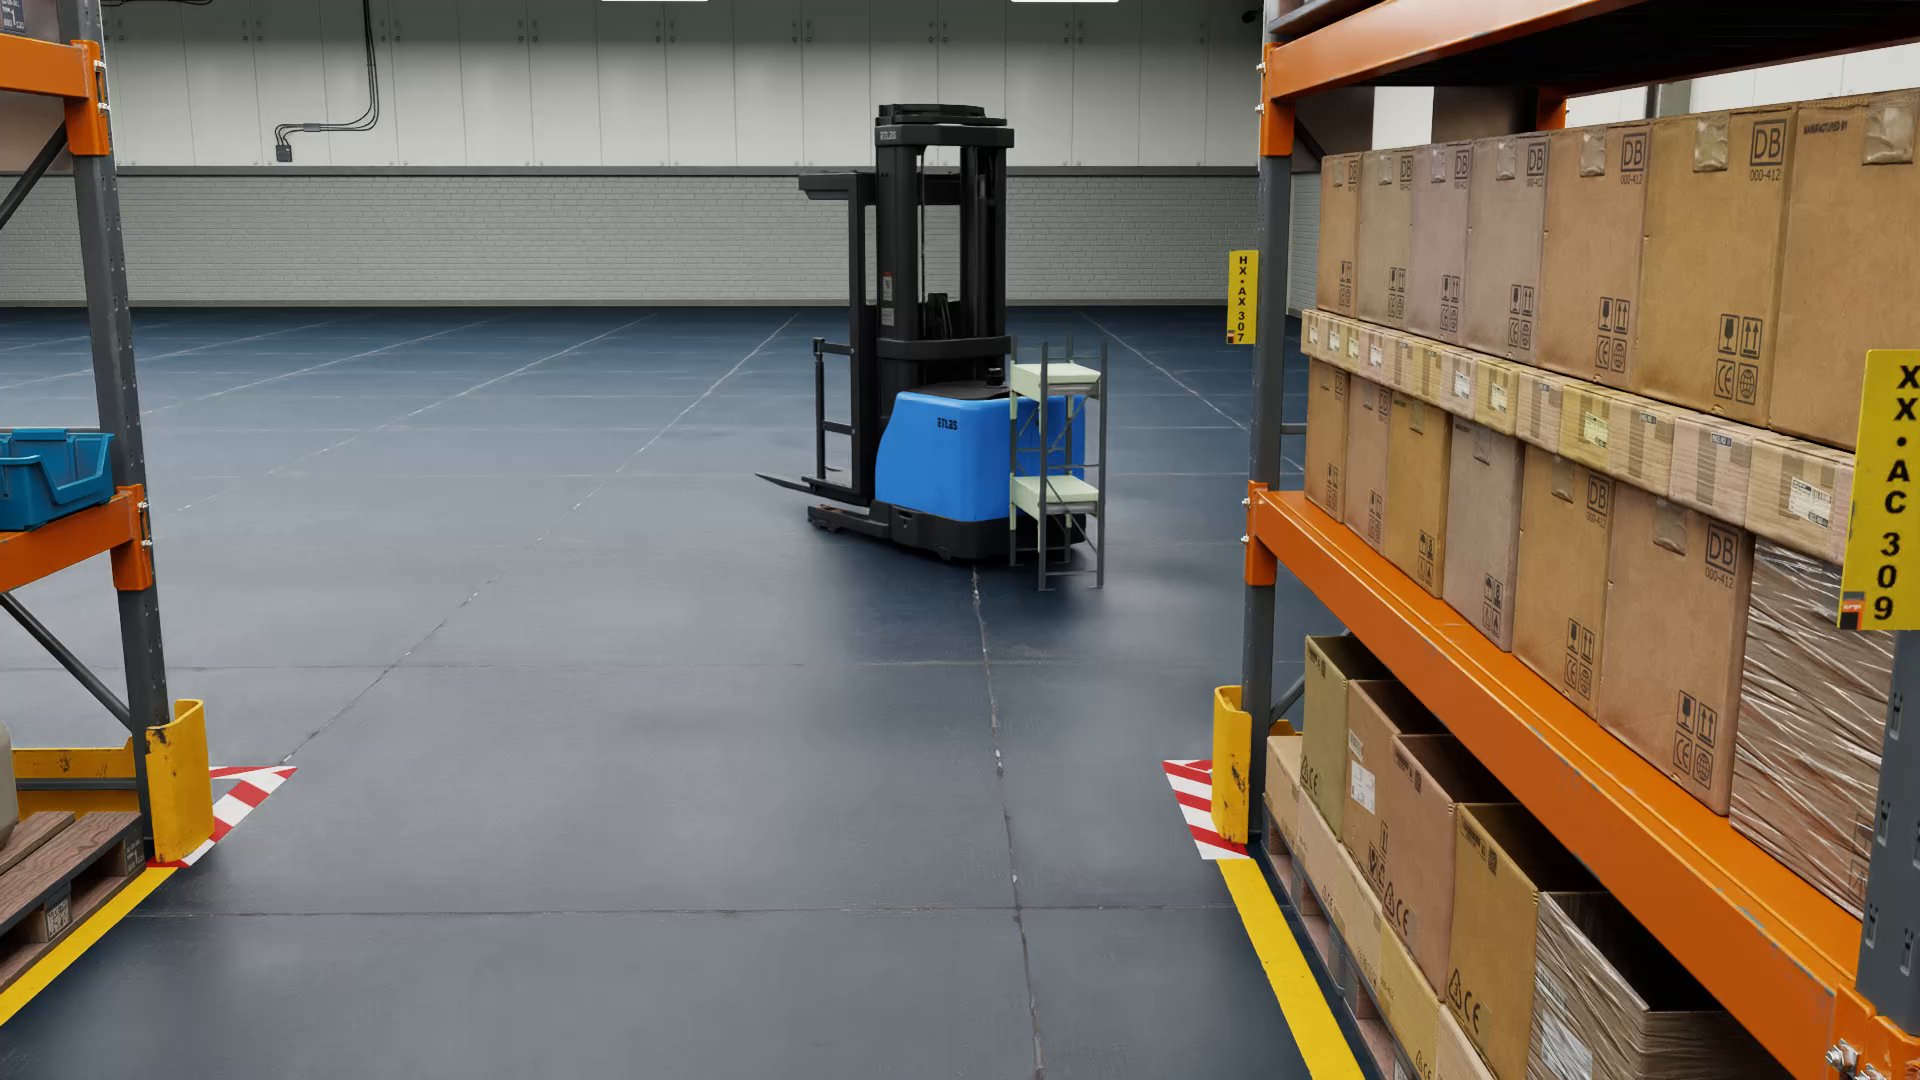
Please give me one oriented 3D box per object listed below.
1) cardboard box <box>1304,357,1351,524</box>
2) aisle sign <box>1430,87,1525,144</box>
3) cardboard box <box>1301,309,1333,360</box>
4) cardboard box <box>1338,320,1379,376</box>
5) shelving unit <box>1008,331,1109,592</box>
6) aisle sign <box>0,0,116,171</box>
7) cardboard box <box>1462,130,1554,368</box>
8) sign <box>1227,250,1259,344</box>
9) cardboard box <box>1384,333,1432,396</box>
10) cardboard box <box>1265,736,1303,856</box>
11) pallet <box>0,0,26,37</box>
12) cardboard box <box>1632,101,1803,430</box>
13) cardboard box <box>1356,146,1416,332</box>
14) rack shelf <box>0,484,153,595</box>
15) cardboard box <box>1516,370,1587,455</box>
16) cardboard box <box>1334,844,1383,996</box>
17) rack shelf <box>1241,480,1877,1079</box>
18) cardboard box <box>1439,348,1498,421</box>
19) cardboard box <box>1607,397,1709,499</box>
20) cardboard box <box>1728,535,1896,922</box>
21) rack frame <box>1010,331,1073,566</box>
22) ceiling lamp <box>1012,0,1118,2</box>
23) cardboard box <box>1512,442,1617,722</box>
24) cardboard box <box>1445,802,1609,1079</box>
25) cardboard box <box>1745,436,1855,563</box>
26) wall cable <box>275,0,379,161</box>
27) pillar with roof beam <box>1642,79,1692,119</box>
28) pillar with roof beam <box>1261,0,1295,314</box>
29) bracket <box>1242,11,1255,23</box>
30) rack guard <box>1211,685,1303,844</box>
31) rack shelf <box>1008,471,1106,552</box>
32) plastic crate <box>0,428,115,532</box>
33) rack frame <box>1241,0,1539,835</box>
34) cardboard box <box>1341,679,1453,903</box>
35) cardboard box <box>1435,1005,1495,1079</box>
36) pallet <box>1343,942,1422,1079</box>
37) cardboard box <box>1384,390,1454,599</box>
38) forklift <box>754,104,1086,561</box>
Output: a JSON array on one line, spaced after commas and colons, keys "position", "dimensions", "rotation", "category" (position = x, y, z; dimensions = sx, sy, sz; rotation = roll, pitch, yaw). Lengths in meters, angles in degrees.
[{"position": [1.544, -0.346, 5.468], "dimensions": [0.700, 0.500, 0.500], "rotation": [0, 11, -1], "category": "cardboard box"}, {"position": [1.839, -1.678, 5.748], "dimensions": [0.394, 0.787, 0.004], "rotation": [0, 11, -1], "category": "aisle sign"}, {"position": [1.340, -0.678, 5.473], "dimensions": [0.380, 0.149, 0.250], "rotation": [0, 11, -2], "category": "cardboard box"}, {"position": [1.352, -0.576, 4.970], "dimensions": [0.380, 0.149, 0.250], "rotation": [0, 11, -1], "category": "cardboard box"}, {"position": [0.597, -0.506, 10.280], "dimensions": [0.431, 1.500, 0.755], "rotation": [-2, 12, -12], "category": "shelving unit"}, {"position": [-3.110, -1.660, 5.657], "dimensions": [0.394, 0.787, 0.004], "rotation": [0, 11, -1], "category": "aisle sign"}, {"position": [1.583, -0.667, 3.788], "dimensions": [0.700, 0.500, 0.500], "rotation": [0, 11, -1], "category": "cardboard box"}, {"position": [0.992, -0.852, 5.837], "dimensions": [0.100, 0.325, 0.005], "rotation": [0, 11, -1], "category": "sign"}, {"position": [1.363, -0.473, 4.461], "dimensions": [0.380, 0.149, 0.250], "rotation": [-1, 11, -3], "category": "cardboard box"}, {"position": [1.336, 0.859, 5.638], "dimensions": [0.500, 0.250, 0.500], "rotation": [0, 11, -1], "category": "cardboard box"}, {"position": [-3.486, -1.583, 4.747], "dimensions": [1.003, 0.211, 1.213], "rotation": [0, 11, -1], "category": "pallet"}, {"position": [1.602, -0.468, 2.808], "dimensions": [0.700, 0.500, 0.500], "rotation": [0, 11, -1], "category": "cardboard box"}, {"position": [1.561, -0.867, 4.772], "dimensions": [0.700, 0.500, 0.500], "rotation": [-1, 11, -3], "category": "cardboard box"}, {"position": [-3.364, 0.380, 3.951], "dimensions": [1.077, 0.370, 4.000], "rotation": [0, 11, -1], "category": "rack shelf"}, {"position": [1.385, -0.267, 3.449], "dimensions": [0.380, 0.149, 0.250], "rotation": [0, 11, 0], "category": "cardboard box"}, {"position": [1.359, 1.058, 4.658], "dimensions": [0.500, 0.250, 0.500], "rotation": [0, 11, -1], "category": "cardboard box"}, {"position": [1.588, 0.360, 4.048], "dimensions": [1.077, 0.370, 4.000], "rotation": [0, 11, -1], "category": "rack shelf"}, {"position": [1.371, -0.372, 3.967], "dimensions": [0.380, 0.149, 0.250], "rotation": [0, 11, -1], "category": "cardboard box"}, {"position": [1.392, -0.168, 2.961], "dimensions": [0.380, 0.149, 0.250], "rotation": [0, 11, -1], "category": "cardboard box"}, {"position": [1.614, 0.268, 2.441], "dimensions": [0.700, 0.500, 0.500], "rotation": [-1, 11, -3], "category": "cardboard box"}, {"position": [0.518, -0.577, 10.631], "dimensions": [0.400, 1.500, 0.023], "rotation": [-2, 12, -12], "category": "rack frame"}, {"position": [1.879, -11.251, 29.703], "dimensions": [2.000, 3.185, 0.800], "rotation": [0, 11, -1], "category": "ceiling lamp"}, {"position": [1.590, 0.064, 3.450], "dimensions": [0.700, 0.500, 0.500], "rotation": [0, 11, 0], "category": "cardboard box"}, {"position": [1.389, 0.889, 3.604], "dimensions": [0.500, 0.500, 0.500], "rotation": [0, 11, -1], "category": "cardboard box"}, {"position": [1.407, -0.064, 2.447], "dimensions": [0.380, 0.149, 0.250], "rotation": [0, 11, -2], "category": "cardboard box"}, {"position": [-13.981, -11.343, 36.284], "dimensions": [2.305, 6.003, 0.169], "rotation": [0, 11, -1], "category": "wall cable"}, {"position": [2.827, -5.583, 16.446], "dimensions": [9.100, 9.000, 0.400], "rotation": [0, 11, -1], "category": "pillar with roof beam"}, {"position": [2.455, -9.161, 34.083], "dimensions": [9.100, 9.000, 0.548], "rotation": [0, 11, -1], "category": "pillar with roof beam"}, {"position": [6.346, -11.495, 36.534], "dimensions": [0.235, 0.232, 0.430], "rotation": [0, 11, -1], "category": "bracket"}, {"position": [1.546, 0.830, 6.208], "dimensions": [1.175, 0.500, 0.348], "rotation": [0, 11, -1], "category": "rack guard"}, {"position": [0.597, -0.186, 10.345], "dimensions": [0.431, 0.370, 0.720], "rotation": [-2, 12, -12], "category": "rack shelf"}, {"position": [-3.096, -0.199, 5.370], "dimensions": [0.499, 0.251, 0.616], "rotation": [0, 11, -1], "category": "plastic crate"}, {"position": [1.547, -0.390, 5.936], "dimensions": [1.000, 3.000, 0.127], "rotation": [0, 11, -1], "category": "rack frame"}, {"position": [1.371, 0.691, 4.584], "dimensions": [0.500, 0.500, 0.500], "rotation": [0, 11, -1], "category": "cardboard box"}, {"position": [1.376, 1.257, 3.678], "dimensions": [0.500, 0.250, 0.500], "rotation": [0, 11, -1], "category": "cardboard box"}, {"position": [1.627, 1.371, 4.272], "dimensions": [1.003, 0.211, 1.213], "rotation": [0, 11, -1], "category": "pallet"}, {"position": [1.564, -0.143, 4.467], "dimensions": [0.700, 0.500, 0.500], "rotation": [0, 11, -1], "category": "cardboard box"}, {"position": [-0.439, -1.540, 11.776], "dimensions": [1.130, 2.935, 3.031], "rotation": [-8, 14, -36], "category": "forklift"}]
